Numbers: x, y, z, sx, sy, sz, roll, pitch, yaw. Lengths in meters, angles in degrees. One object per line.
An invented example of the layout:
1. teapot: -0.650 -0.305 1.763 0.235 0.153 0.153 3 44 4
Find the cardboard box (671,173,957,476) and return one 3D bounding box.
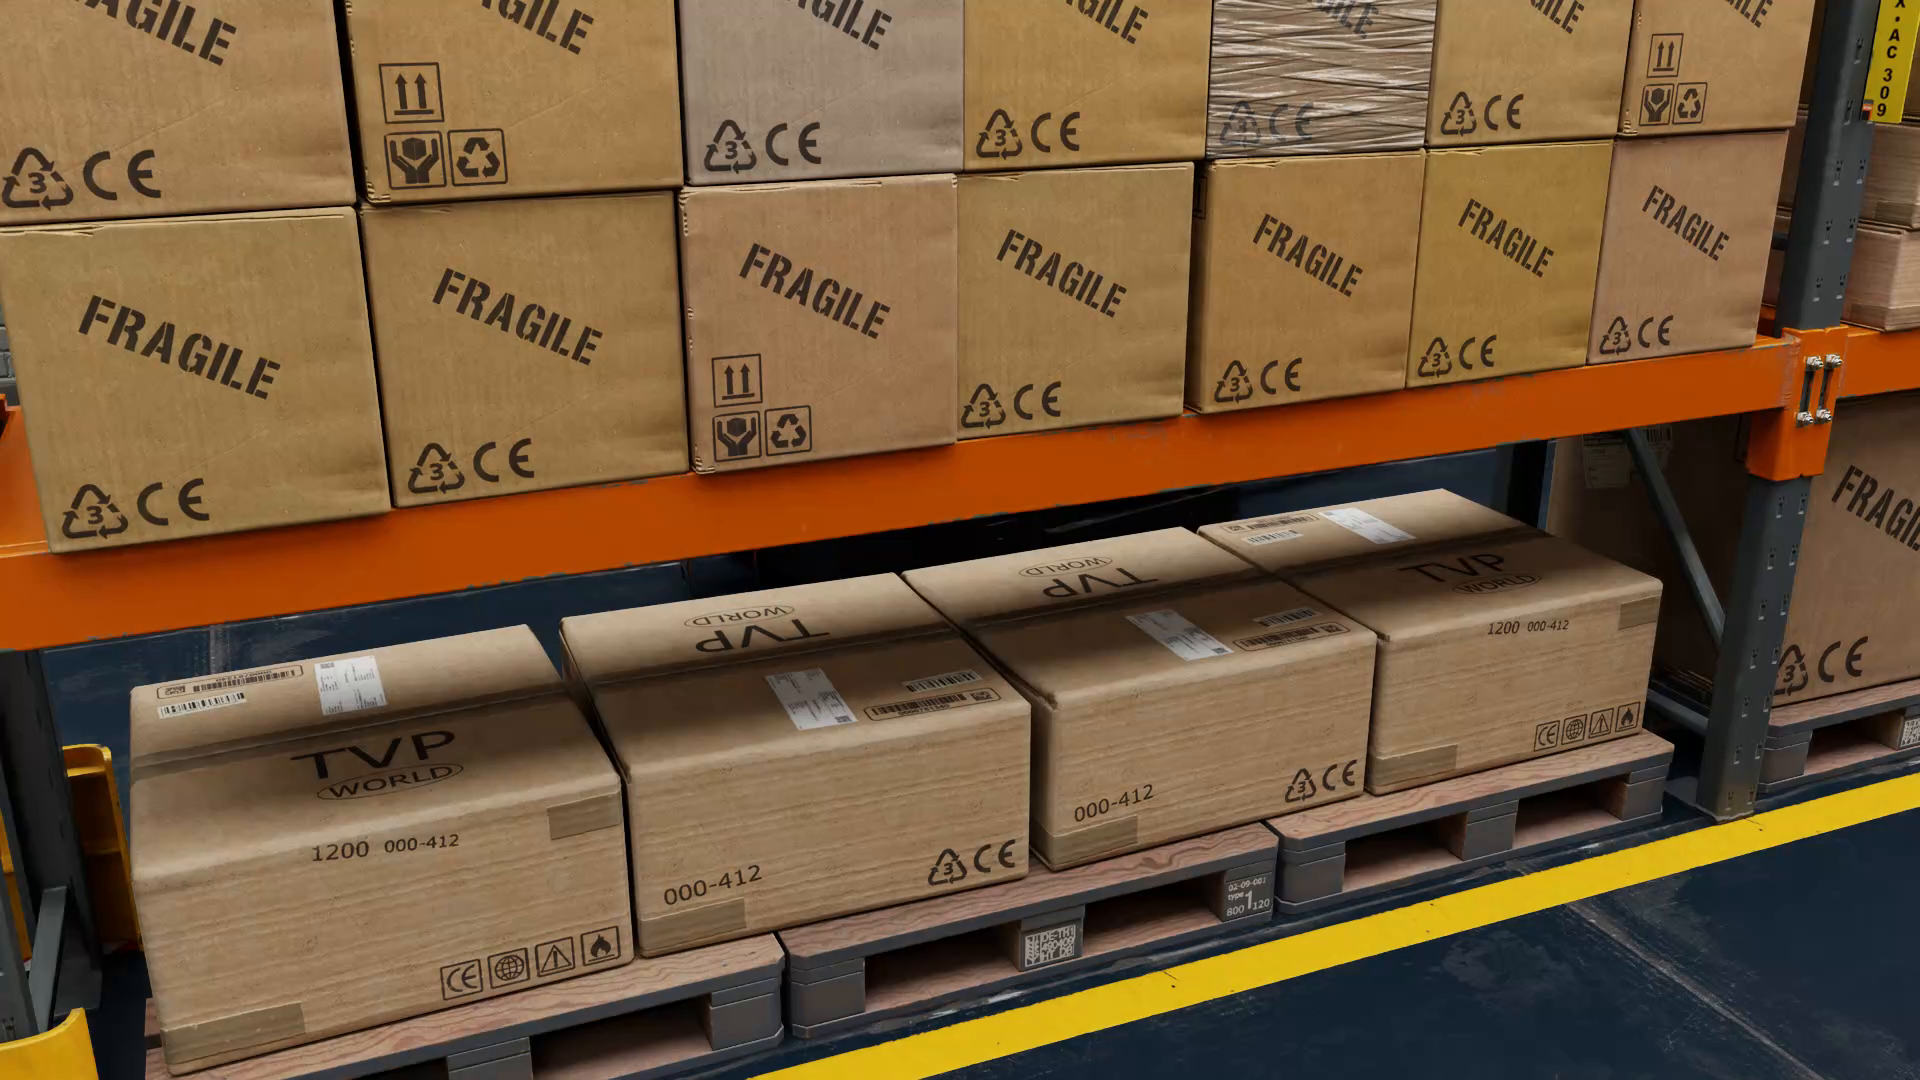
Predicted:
1. cardboard box: -0.332 -0.455 3.148 0.500 0.500 0.500 -8 21 -22

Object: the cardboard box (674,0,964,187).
1. cardboard box: -0.319 -0.931 2.995 0.500 0.500 0.500 -8 21 -22

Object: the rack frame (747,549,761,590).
1. rack frame: -0.773 -0.344 5.885 0.008 1.050 0.200 -8 21 -15

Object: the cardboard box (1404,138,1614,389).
1. cardboard box: 1.064 -0.661 3.733 0.500 0.500 0.500 -9 21 -23

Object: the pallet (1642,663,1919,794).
1. pallet: 2.537 0.368 5.158 1.213 0.211 1.003 -8 21 -22

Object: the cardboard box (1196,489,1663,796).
1. cardboard box: 1.240 0.238 4.555 0.875 0.438 0.875 -8 21 -23

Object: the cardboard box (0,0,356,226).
1. cardboard box: -1.260 -0.791 2.597 0.500 0.500 0.500 -9 21 -23

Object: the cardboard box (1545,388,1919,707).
1. cardboard box: 2.396 -0.124 4.925 0.875 0.875 0.875 -7 21 -20

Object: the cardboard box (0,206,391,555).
1. cardboard box: -1.260 -0.319 2.761 0.500 0.500 0.500 -8 21 -22

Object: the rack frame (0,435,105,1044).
1. rack frame: -1.814 -0.296 2.847 0.127 3.000 1.000 -8 21 -22

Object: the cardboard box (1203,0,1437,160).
1. cardboard box: 0.602 -1.061 3.362 0.500 0.500 0.500 -8 21 -21

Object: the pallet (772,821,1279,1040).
1. pallet: 0.008 0.731 4.129 1.213 0.211 1.003 -8 21 -22

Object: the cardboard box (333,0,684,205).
1. cardboard box: -0.789 -0.861 2.796 0.500 0.500 0.500 -9 21 -23

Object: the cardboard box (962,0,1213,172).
1. cardboard box: 0.138 -0.997 3.182 0.500 0.500 0.500 -8 21 -22

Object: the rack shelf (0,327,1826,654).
1. rack shelf: 0.022 -0.220 3.714 4.000 0.370 1.077 -8 21 -22

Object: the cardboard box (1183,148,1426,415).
1. cardboard box: 0.608 -0.591 3.532 0.500 0.500 0.500 -8 21 -23

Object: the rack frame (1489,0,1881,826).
1. rack frame: 1.859 -0.822 4.341 0.127 3.000 1.000 -8 21 -22

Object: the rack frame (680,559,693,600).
1. rack frame: -1.006 -0.310 5.821 0.008 1.050 0.200 -8 21 -15

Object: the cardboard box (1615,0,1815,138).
1. cardboard box: 1.535 -1.195 3.743 0.500 0.500 0.500 -8 21 -22

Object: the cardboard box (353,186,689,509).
1. cardboard box: -0.806 -0.394 2.974 0.500 0.500 0.500 -8 21 -23

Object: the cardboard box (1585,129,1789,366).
1. cardboard box: 1.534 -0.731 3.930 0.500 0.500 0.500 -8 21 -21

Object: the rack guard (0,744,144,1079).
1. rack guard: -1.836 0.886 3.253 0.348 0.500 1.175 -8 21 -22

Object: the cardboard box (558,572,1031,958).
1. cardboard box: -0.411 0.474 3.885 0.875 0.438 0.875 -8 21 -20

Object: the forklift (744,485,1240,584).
1. forklift: 0.508 -1.529 6.451 3.031 2.935 1.130 -14 24 -35

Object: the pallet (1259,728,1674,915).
1. pallet: 1.130 0.569 4.588 1.213 0.211 1.003 -8 21 -22

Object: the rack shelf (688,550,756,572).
1. rack shelf: -0.877 -0.056 5.953 0.240 0.259 0.215 -8 21 -15

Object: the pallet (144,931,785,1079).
1. pallet: -1.111 0.890 3.676 1.213 0.211 1.003 -8 21 -22

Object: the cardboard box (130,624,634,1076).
1. cardboard box: -1.248 0.597 3.536 0.875 0.438 0.875 -9 21 -24

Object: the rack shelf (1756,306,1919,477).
1. rack shelf: 3.695 -0.746 5.208 4.000 0.370 1.077 -8 21 -22

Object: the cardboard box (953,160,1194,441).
1. cardboard box: 0.121 -0.526 3.350 0.500 0.500 0.500 -7 21 -20

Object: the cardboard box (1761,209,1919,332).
1. cardboard box: 2.367 -0.729 4.302 0.500 0.250 0.500 -9 21 -23

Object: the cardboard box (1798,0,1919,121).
1. cardboard box: 2.377 -1.311 4.074 0.500 0.500 0.500 -8 21 -21

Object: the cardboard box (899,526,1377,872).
1. cardboard box: 0.418 0.356 4.220 0.875 0.438 0.875 -9 21 -24

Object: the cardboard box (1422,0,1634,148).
1. cardboard box: 1.066 -1.131 3.561 0.500 0.500 0.500 -8 21 -23

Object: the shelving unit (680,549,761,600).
1. shelving unit: -0.890 -0.327 5.853 0.252 1.050 0.215 -8 21 -15

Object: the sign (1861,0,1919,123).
1. sign: 2.080 -1.099 3.704 0.005 0.325 0.100 -8 21 -22

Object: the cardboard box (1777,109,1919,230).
1. cardboard box: 2.375 -0.959 4.203 0.500 0.250 0.500 -9 21 -23
